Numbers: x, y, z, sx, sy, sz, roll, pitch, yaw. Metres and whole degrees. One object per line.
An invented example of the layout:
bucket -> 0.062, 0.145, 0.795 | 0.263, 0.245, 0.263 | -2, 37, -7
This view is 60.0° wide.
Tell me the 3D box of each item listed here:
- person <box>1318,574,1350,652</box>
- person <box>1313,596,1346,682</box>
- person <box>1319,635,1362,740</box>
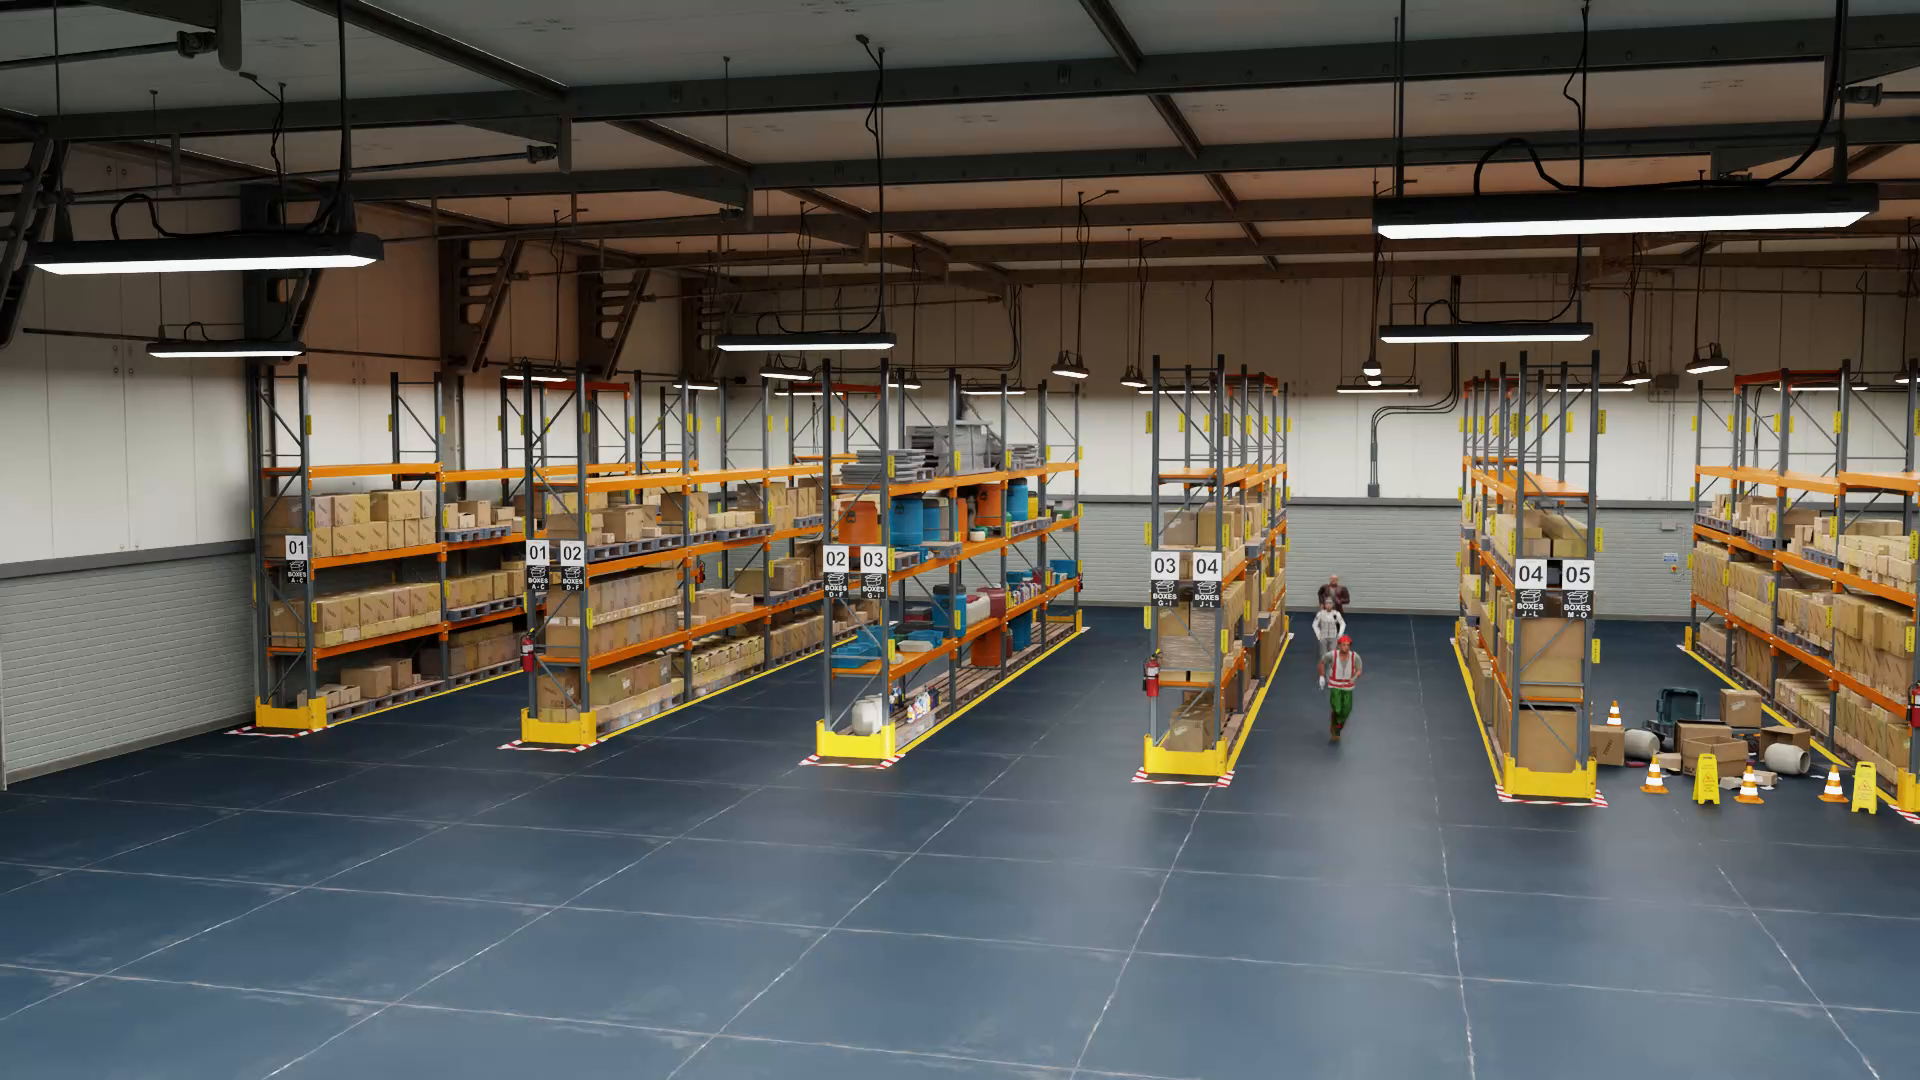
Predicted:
person -> 8.115, 1.650, 36.109 | 0.668, 1.854, 1.035 | 1, 4, 10
person -> 7.250, 1.929, 32.647 | 0.642, 1.676, 0.569 | 1, 4, 10
person -> 5.985, 2.328, 26.052 | 0.620, 1.700, 0.720 | 0, 4, -4
